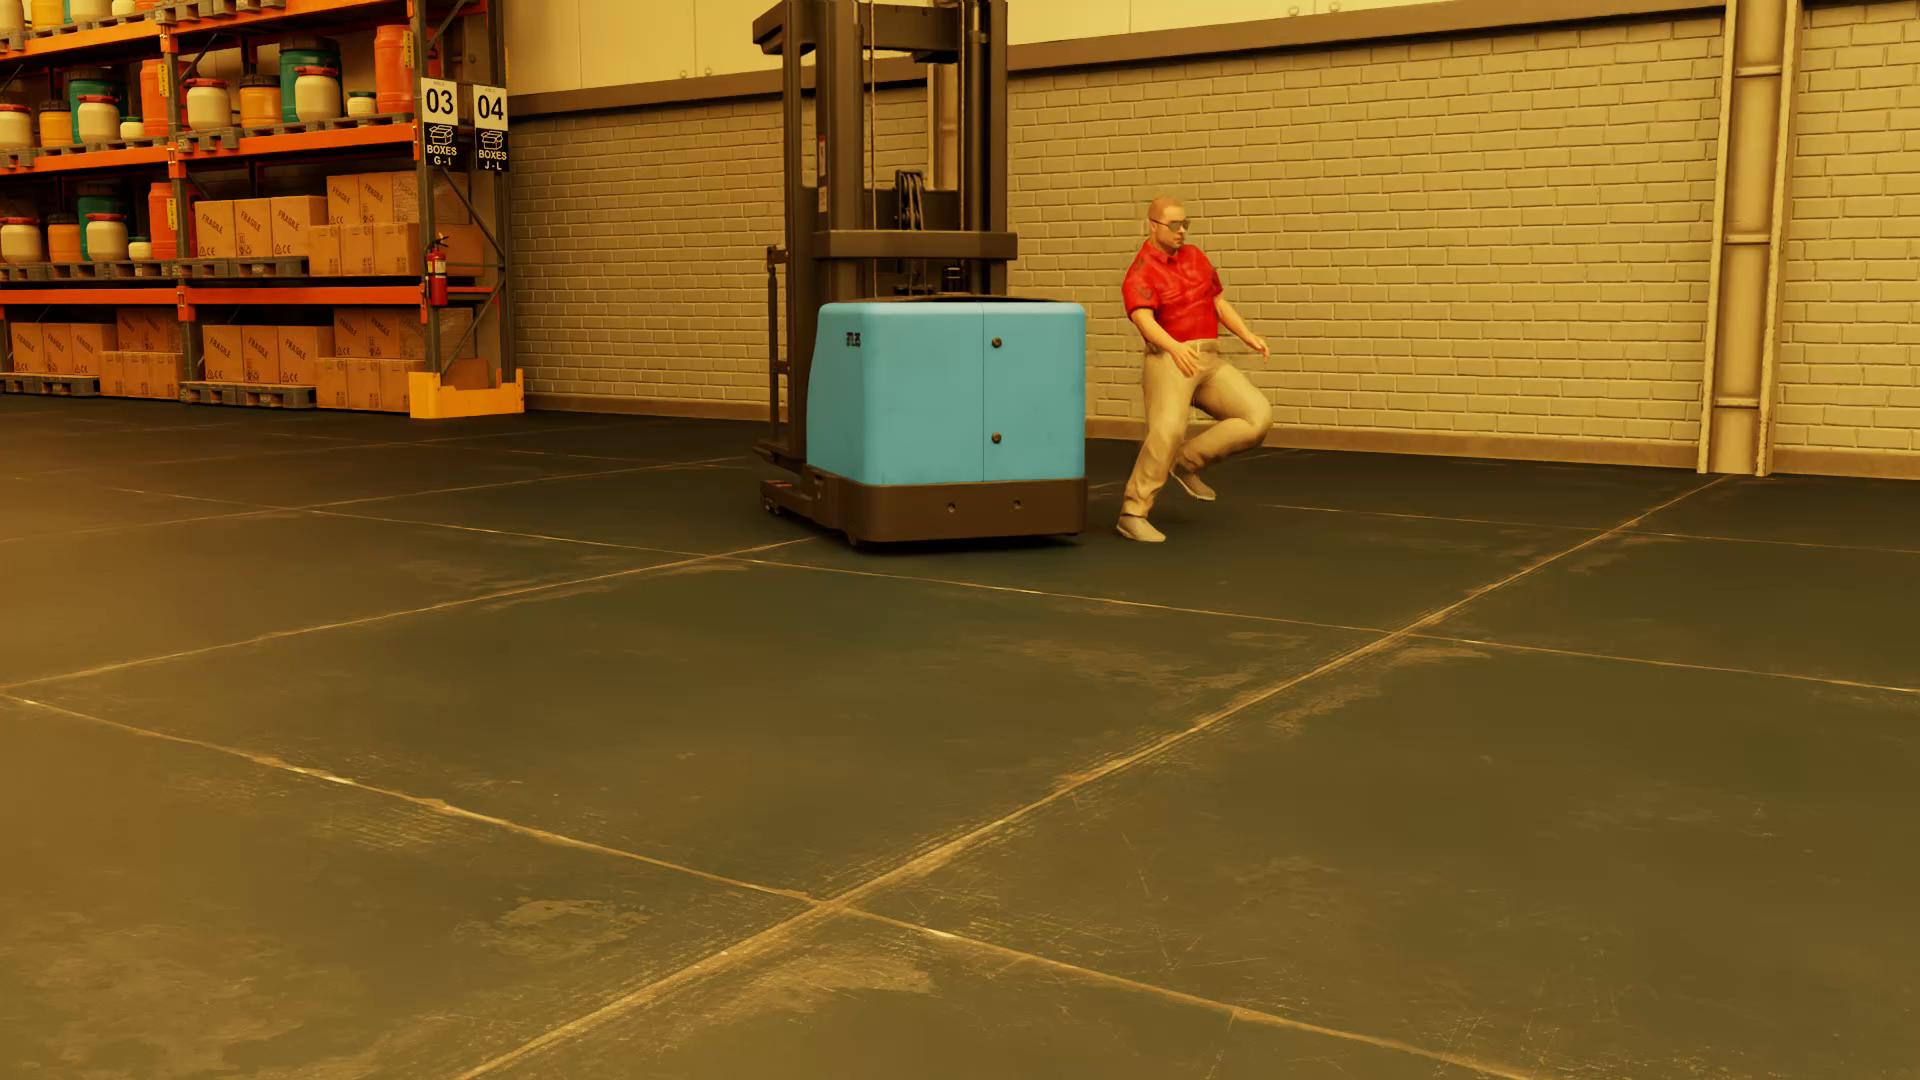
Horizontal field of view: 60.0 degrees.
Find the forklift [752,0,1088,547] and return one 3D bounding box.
[{"bbox_3d":[-0.404,-1.592,8.386,1.130,2.935,3.031,-3,9,-19],"label":"forklift"}]

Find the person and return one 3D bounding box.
[{"bbox_3d":[1.092,-0.807,7.808,0.816,1.600,0.690,-5,10,-33],"label":"person"}]
